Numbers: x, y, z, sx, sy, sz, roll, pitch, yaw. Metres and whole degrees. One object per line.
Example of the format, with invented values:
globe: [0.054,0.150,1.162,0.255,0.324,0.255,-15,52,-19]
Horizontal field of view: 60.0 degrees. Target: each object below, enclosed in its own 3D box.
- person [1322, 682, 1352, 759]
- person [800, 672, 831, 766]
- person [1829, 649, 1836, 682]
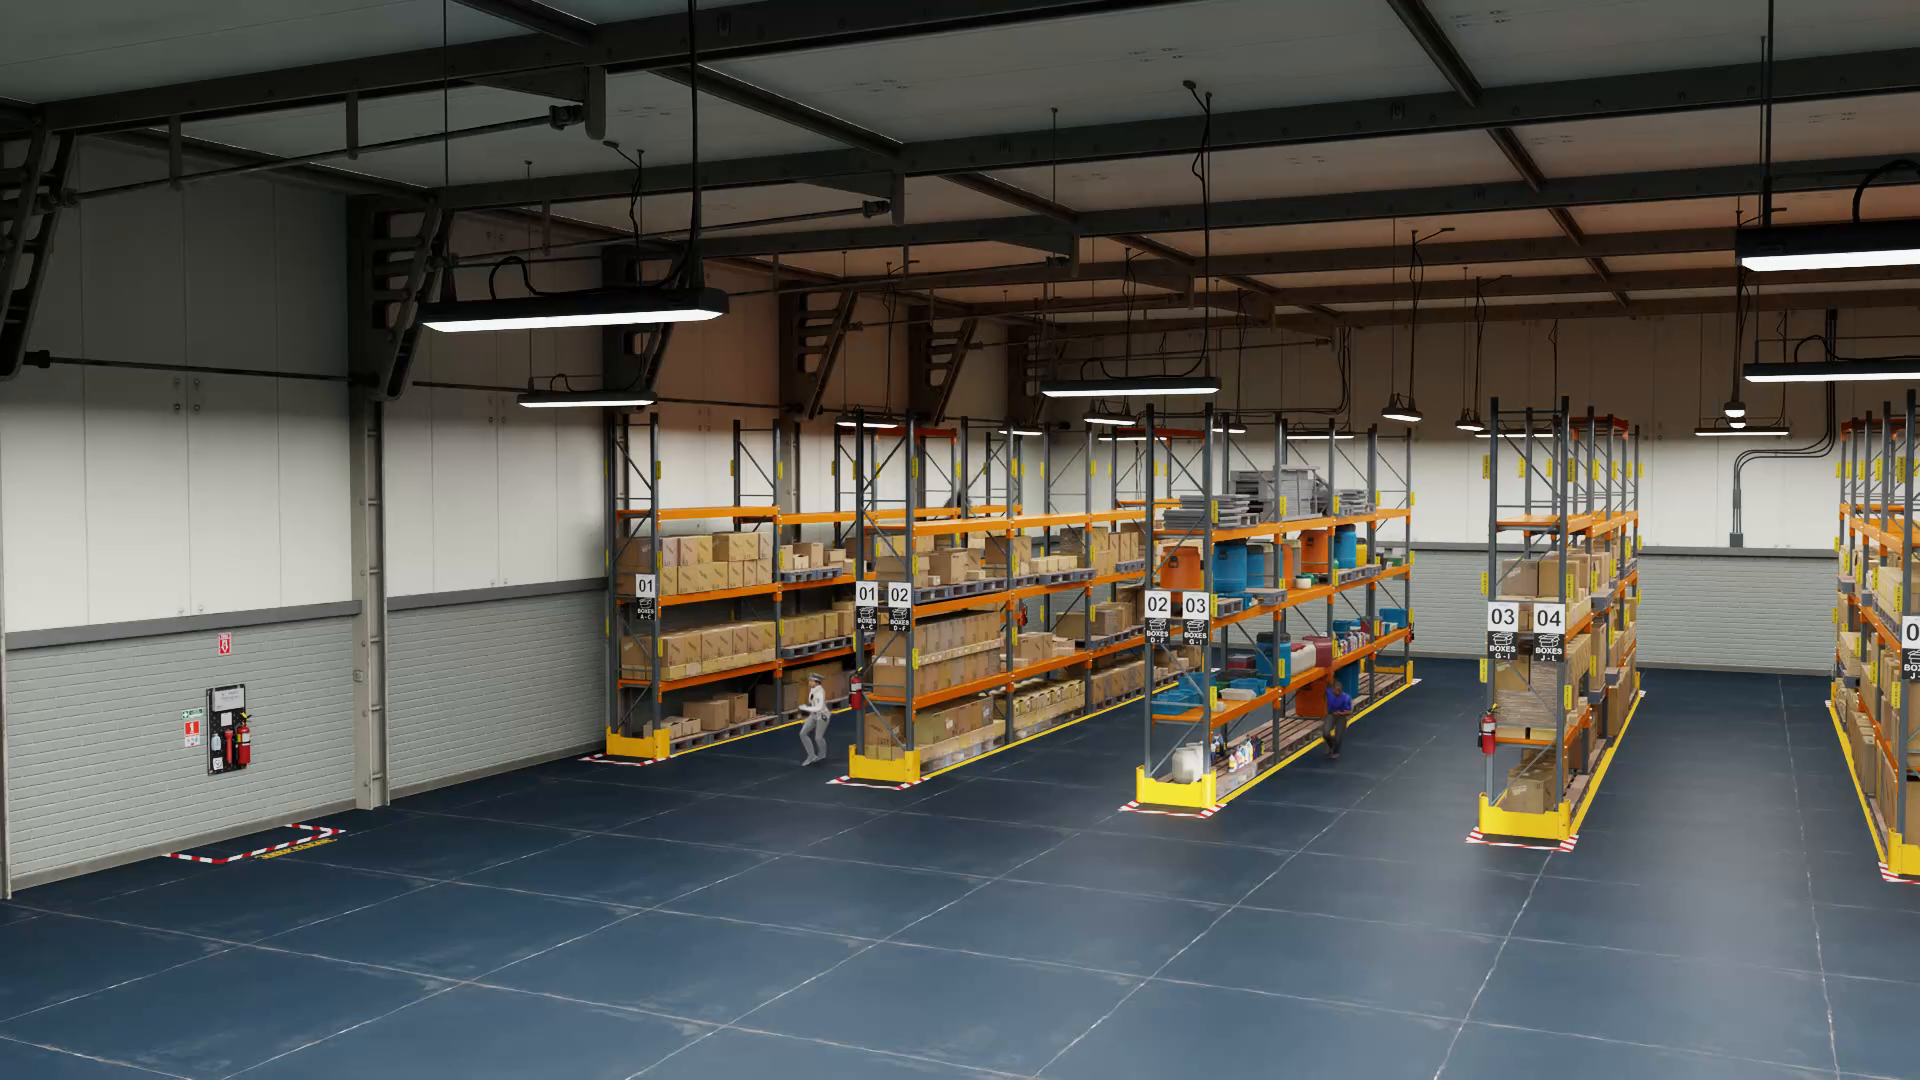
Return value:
person: [6.442,3.088,28.499,0.593,1.406,0.975,1,3,23]
person: [-2.429,3.003,28.085,0.670,1.594,0.744,-2,3,-37]
person: [19.240,2.636,35.962,0.694,1.793,0.644,0,2,2]
